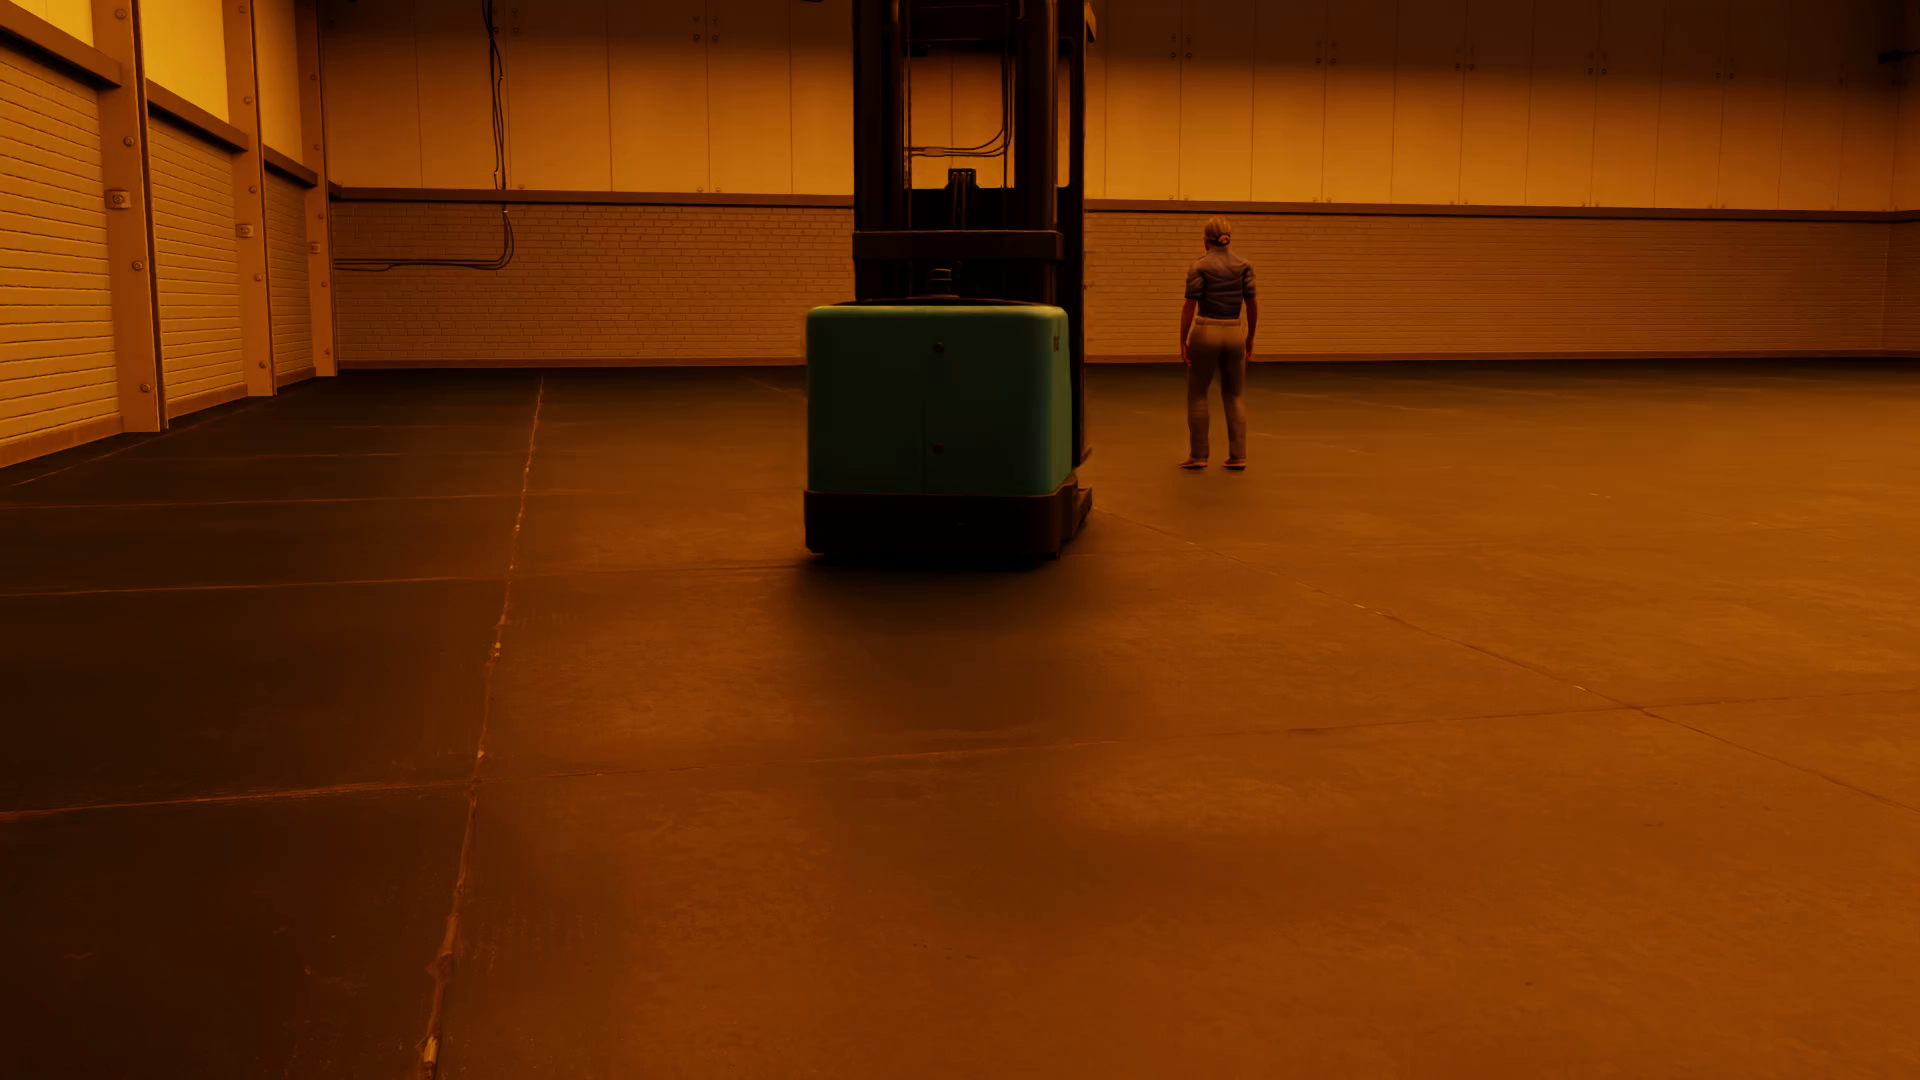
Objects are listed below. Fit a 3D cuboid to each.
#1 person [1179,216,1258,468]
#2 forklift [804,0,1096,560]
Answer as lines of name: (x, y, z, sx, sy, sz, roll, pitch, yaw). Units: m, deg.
person: (1.692, -1.283, 11.024, 0.534, 1.663, 0.429, -1, 8, -9)
forklift: (0.078, -1.536, 8.108, 1.130, 2.935, 3.031, 1, 8, 8)
